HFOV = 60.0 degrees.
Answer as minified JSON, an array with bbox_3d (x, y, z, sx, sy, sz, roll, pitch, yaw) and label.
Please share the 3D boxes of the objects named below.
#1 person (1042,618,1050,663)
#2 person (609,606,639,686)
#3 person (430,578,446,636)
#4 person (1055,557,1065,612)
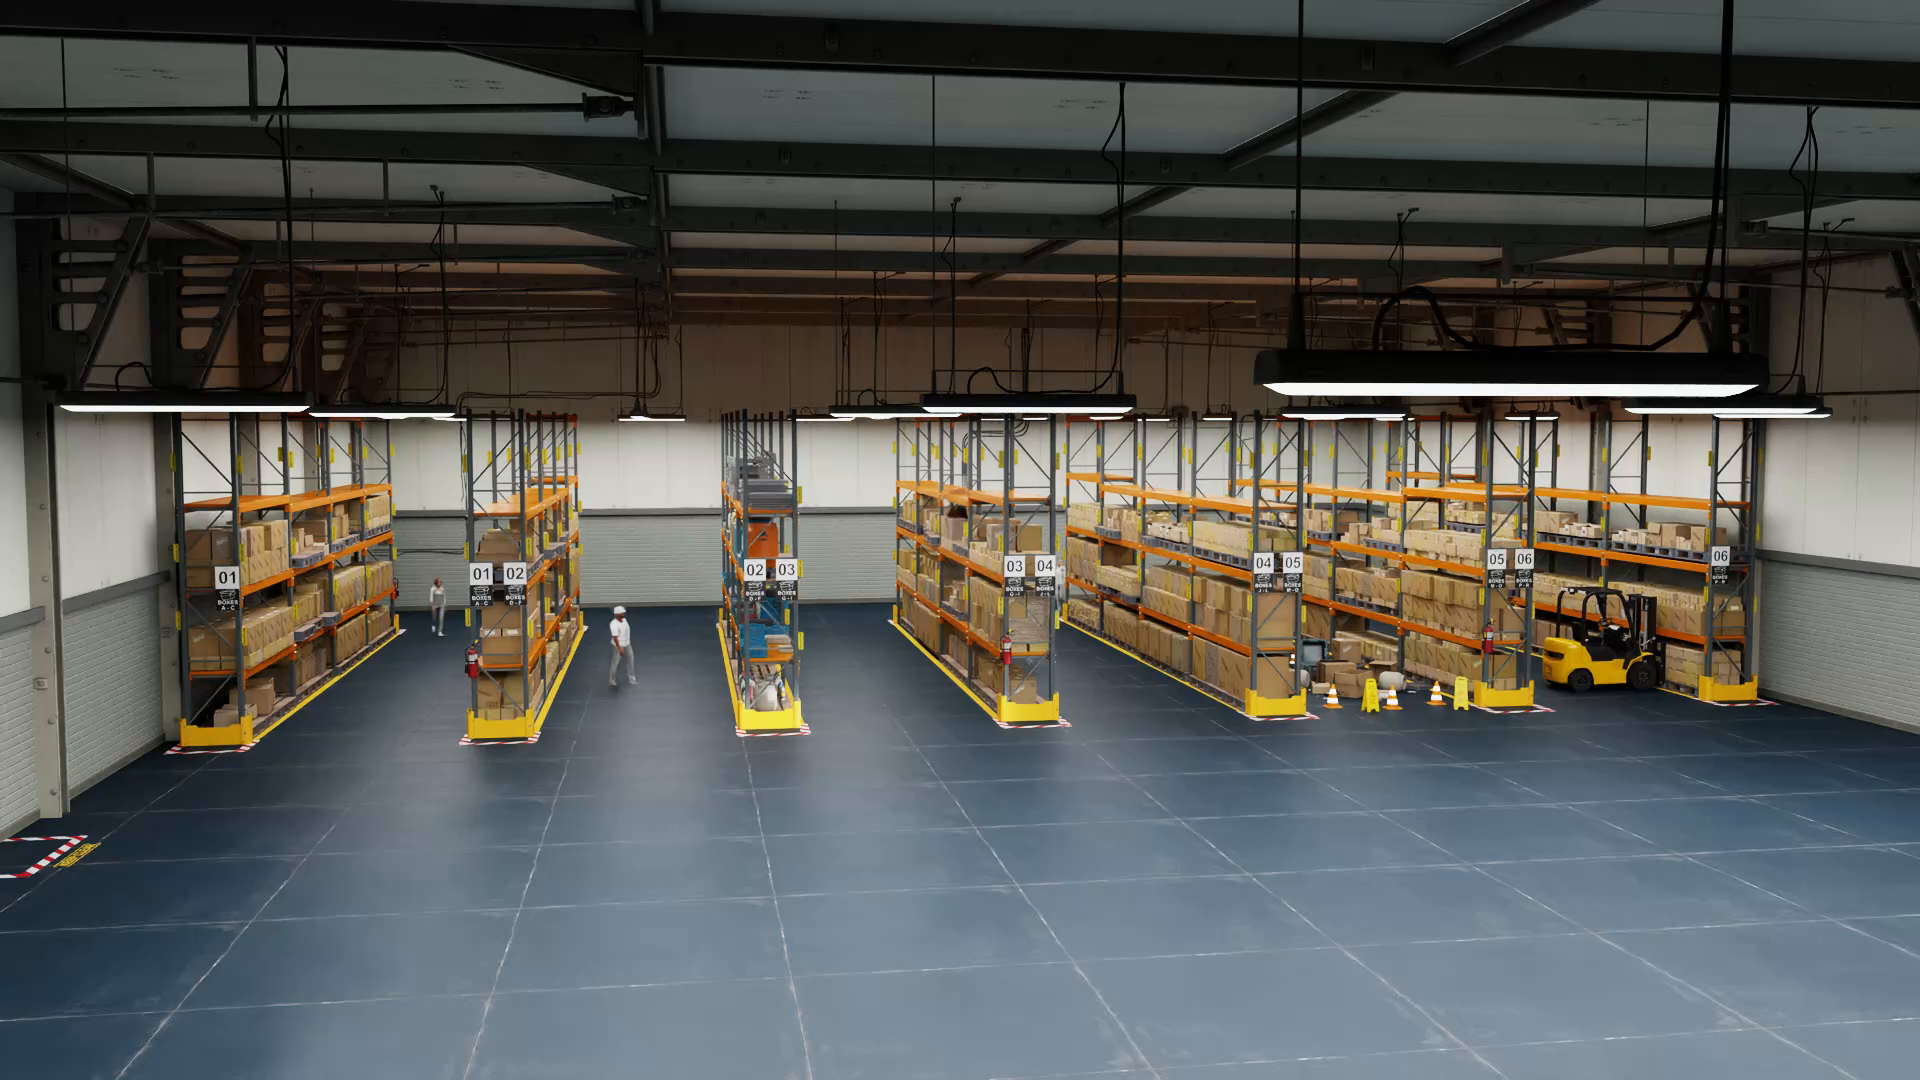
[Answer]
[{"bbox_3d":[1.920,2.070,38.860,0.534,1.534,0.911,-1,4,-7],"label":"person"},{"bbox_3d":[-7.386,2.333,36.471,0.573,1.793,0.706,3,5,33],"label":"person"},{"bbox_3d":[-14.085,1.800,44.890,0.413,1.565,0.657,-1,4,-17],"label":"person"},{"bbox_3d":[3.031,1.356,50.325,0.480,1.680,0.474,3,5,39],"label":"person"}]
